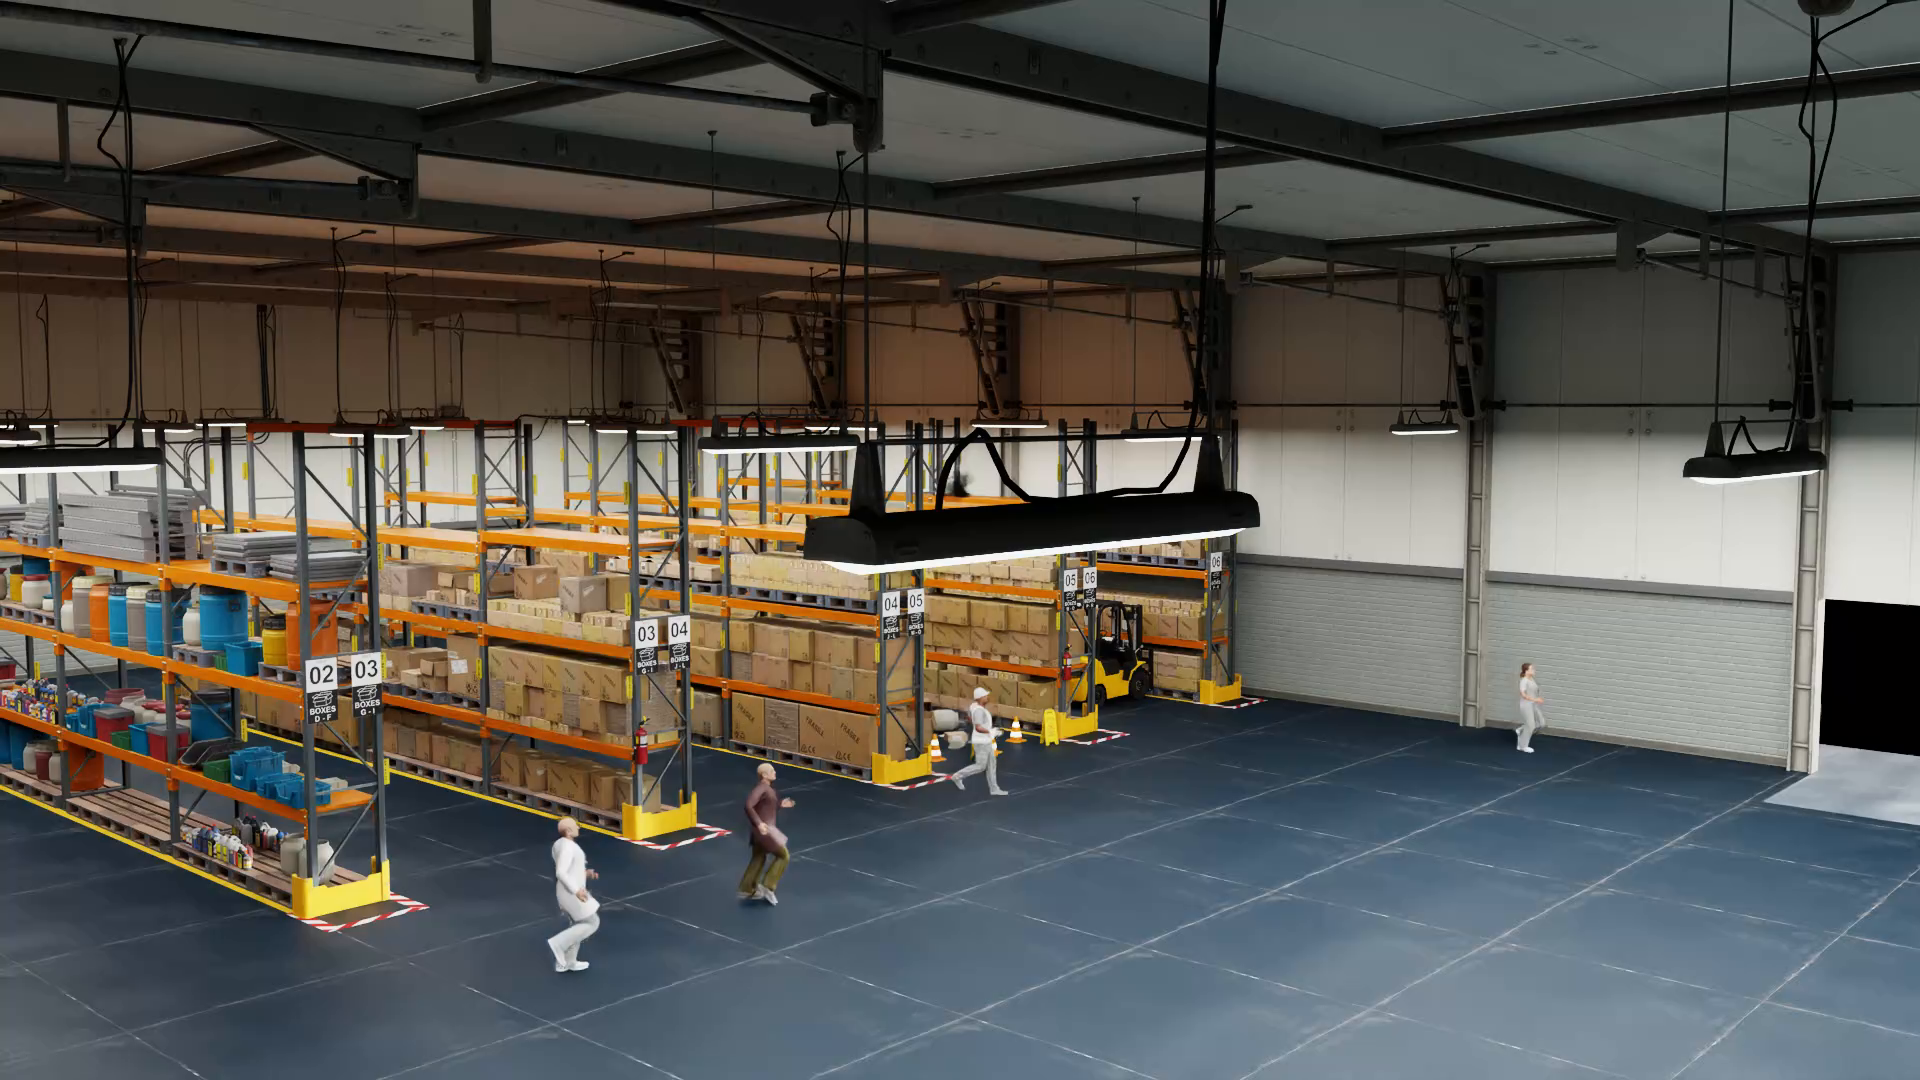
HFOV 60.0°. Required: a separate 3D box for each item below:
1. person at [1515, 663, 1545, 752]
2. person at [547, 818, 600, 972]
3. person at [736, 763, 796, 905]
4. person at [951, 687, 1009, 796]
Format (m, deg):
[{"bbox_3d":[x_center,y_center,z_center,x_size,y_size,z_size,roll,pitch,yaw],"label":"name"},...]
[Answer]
[{"bbox_3d":[10.381,3.056,30.299,0.559,1.611,0.560,4,6,39],"label":"person"},{"bbox_3d":[-4.315,3.951,18.549,0.633,1.733,0.707,-2,5,-26],"label":"person"},{"bbox_3d":[-2.465,3.734,21.166,0.787,1.821,0.670,-1,5,-15],"label":"person"},{"bbox_3d":[0.321,3.252,26.786,0.940,1.770,0.696,0,5,2],"label":"person"}]
